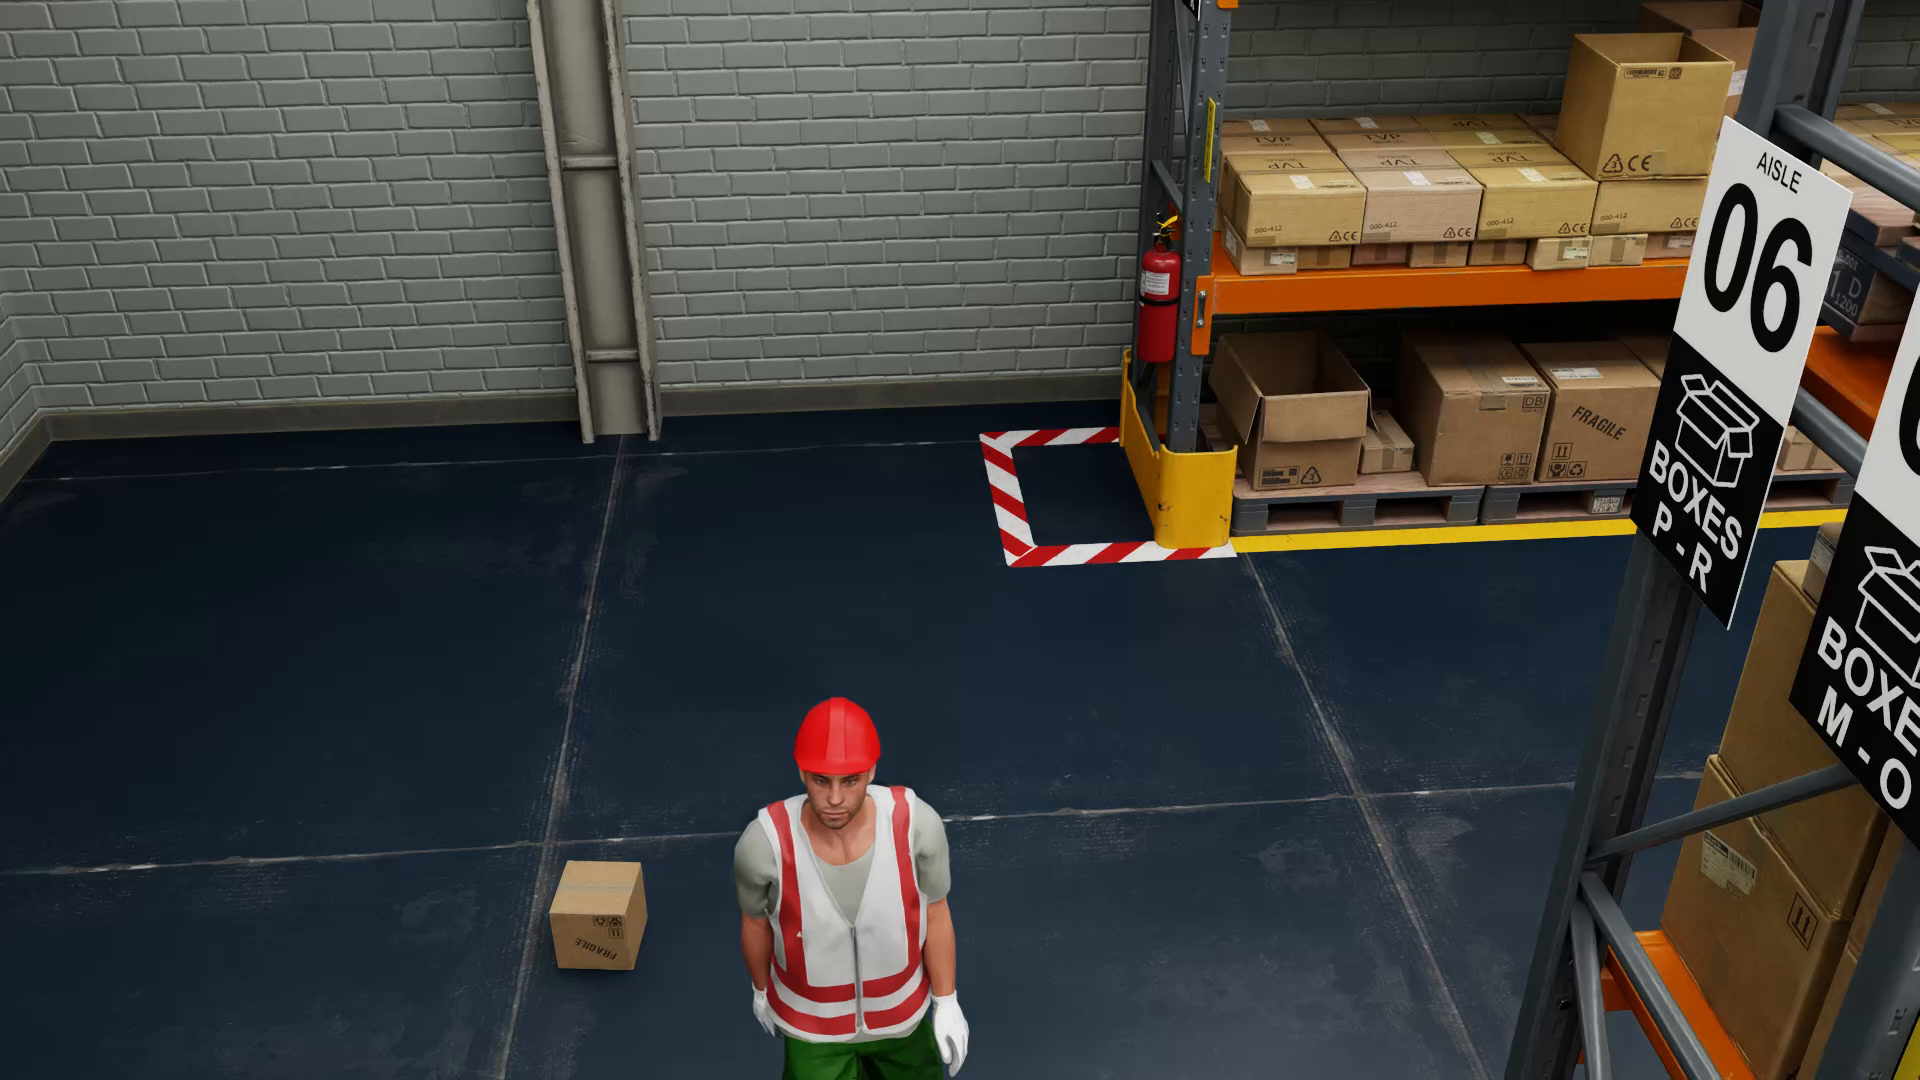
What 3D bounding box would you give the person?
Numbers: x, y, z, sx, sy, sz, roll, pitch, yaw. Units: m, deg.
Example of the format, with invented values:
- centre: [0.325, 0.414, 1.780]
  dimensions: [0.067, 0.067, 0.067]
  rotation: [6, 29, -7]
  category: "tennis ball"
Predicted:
- centre: [-0.269, 1.143, 4.183]
  dimensions: [0.531, 1.760, 0.900]
  rotation: [-8, 32, -13]
  category: "person"
